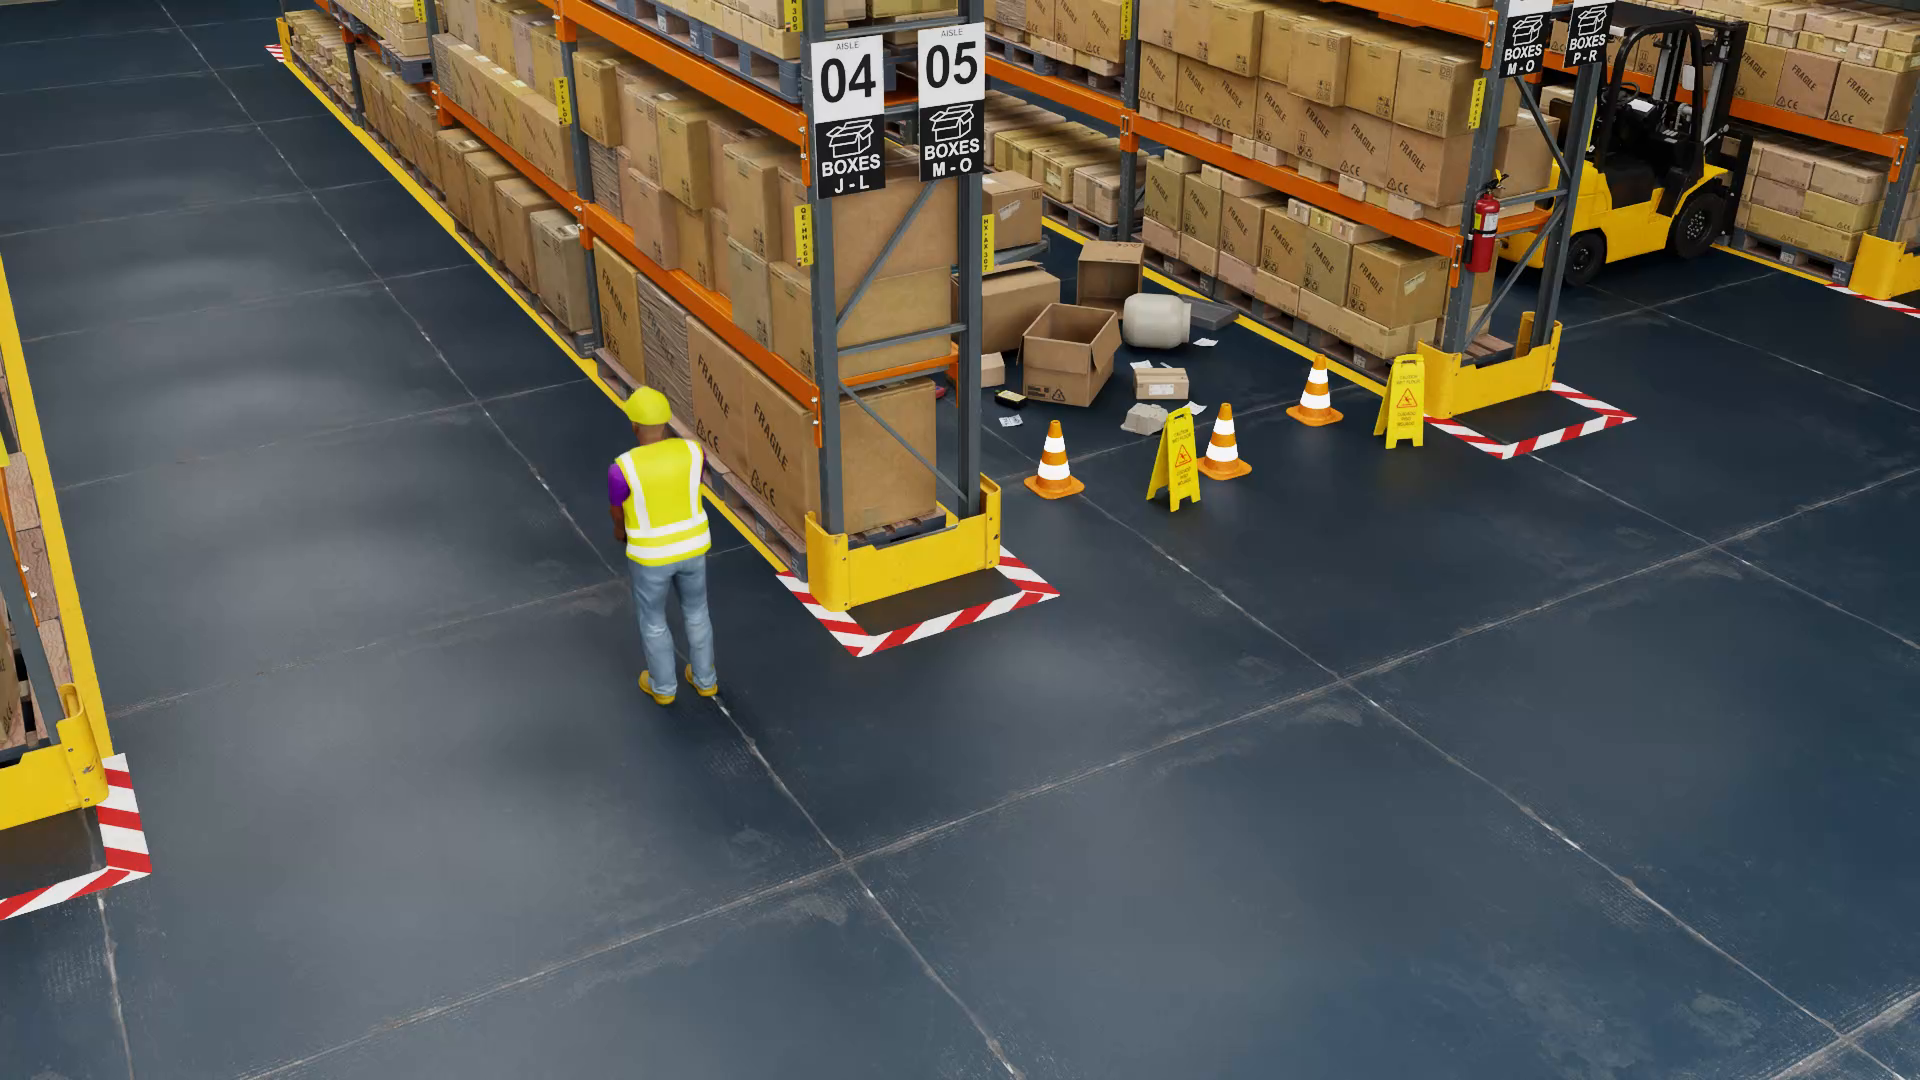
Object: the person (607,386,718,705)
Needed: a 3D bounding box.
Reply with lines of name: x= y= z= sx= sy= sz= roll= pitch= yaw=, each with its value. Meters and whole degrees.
person: x=-1.549 y=0.011 z=8.523 sx=0.505 sy=1.762 sz=0.566 roll=-16 pitch=33 yaw=-27
